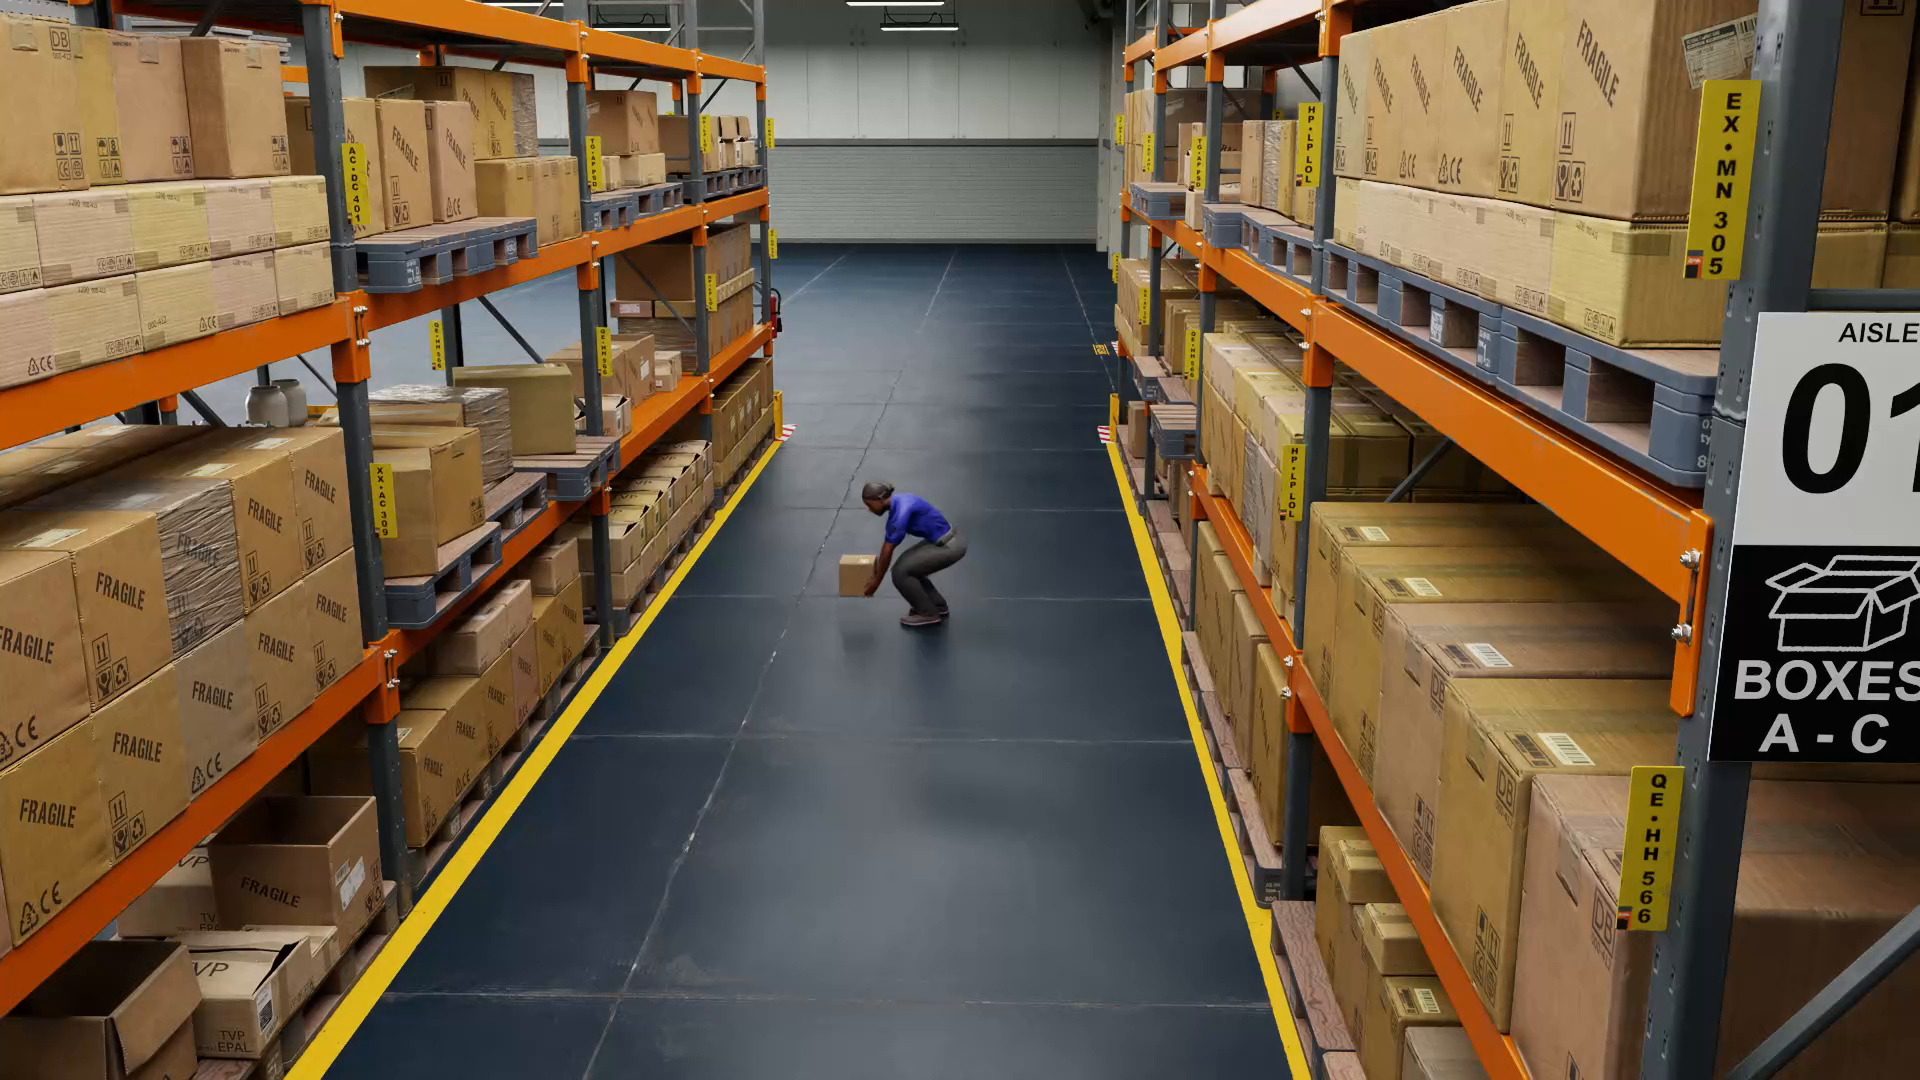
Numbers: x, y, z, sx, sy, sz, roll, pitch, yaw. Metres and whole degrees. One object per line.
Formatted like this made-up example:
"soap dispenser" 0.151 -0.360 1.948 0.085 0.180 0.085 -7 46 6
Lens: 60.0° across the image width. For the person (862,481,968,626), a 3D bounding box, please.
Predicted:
"person" -0.324 0.084 11.954 0.764 1.045 0.491 0 14 1
